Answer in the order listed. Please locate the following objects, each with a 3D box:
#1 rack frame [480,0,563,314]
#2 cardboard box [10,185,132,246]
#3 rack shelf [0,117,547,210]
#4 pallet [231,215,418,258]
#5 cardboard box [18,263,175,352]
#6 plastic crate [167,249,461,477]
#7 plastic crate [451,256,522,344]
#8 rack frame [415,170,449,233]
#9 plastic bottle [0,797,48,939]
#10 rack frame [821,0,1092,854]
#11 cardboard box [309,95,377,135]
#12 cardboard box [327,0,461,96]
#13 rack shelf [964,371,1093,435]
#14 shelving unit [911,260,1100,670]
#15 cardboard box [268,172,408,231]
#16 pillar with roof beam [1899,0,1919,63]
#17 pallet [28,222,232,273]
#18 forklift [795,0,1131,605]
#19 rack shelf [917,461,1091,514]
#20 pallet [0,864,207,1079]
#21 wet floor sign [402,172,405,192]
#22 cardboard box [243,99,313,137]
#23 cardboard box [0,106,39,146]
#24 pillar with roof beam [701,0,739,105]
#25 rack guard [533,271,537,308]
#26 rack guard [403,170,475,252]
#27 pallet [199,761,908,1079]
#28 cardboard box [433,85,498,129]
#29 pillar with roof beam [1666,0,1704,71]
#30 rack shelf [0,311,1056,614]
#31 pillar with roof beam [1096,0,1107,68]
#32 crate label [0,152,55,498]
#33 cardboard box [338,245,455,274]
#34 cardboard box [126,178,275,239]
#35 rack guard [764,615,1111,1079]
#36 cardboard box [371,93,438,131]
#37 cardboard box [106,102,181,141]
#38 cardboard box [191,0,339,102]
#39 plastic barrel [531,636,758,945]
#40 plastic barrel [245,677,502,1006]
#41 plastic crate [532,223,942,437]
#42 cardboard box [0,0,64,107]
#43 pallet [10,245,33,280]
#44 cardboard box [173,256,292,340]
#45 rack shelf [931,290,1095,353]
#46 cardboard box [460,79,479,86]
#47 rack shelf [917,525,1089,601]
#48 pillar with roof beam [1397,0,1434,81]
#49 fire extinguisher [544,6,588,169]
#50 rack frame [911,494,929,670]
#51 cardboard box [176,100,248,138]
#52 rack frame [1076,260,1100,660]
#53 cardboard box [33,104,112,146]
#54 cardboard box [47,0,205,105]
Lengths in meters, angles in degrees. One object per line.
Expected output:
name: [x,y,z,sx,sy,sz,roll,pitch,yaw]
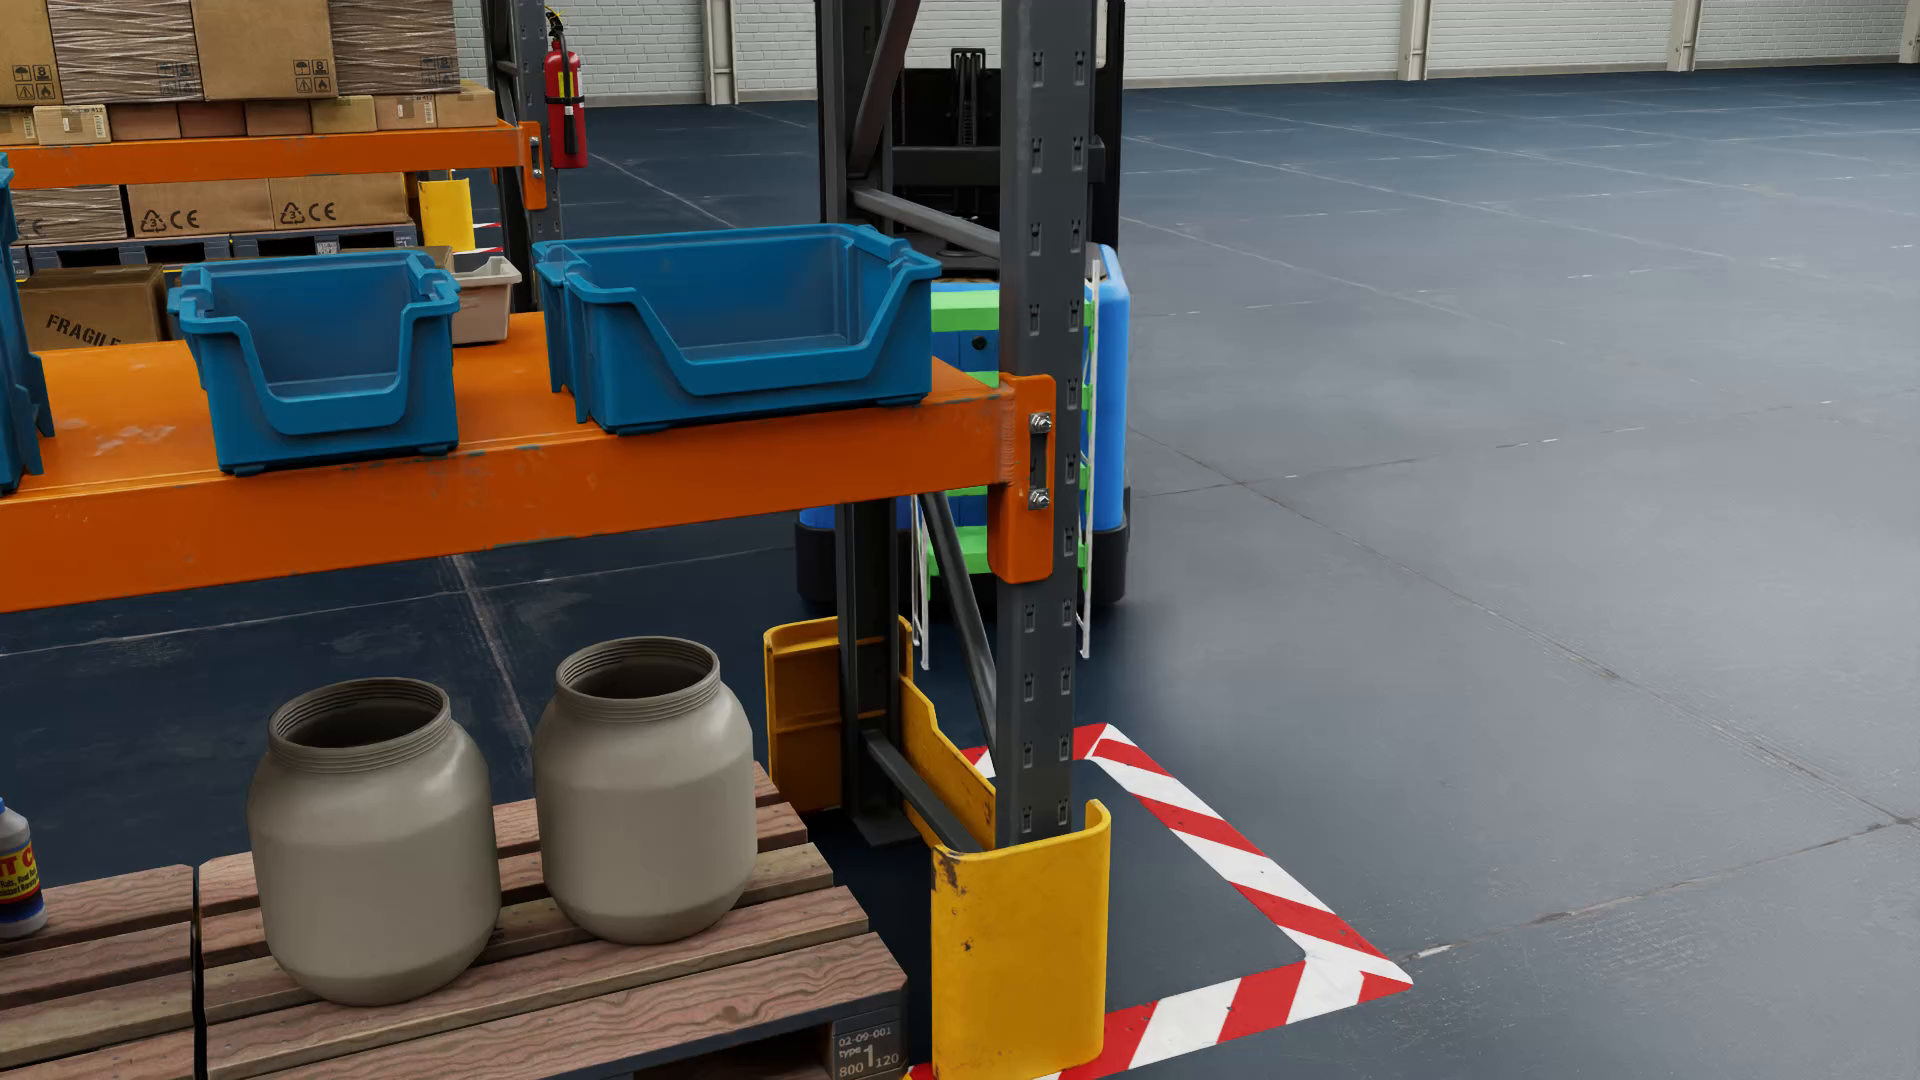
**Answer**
rack frame: [-2.001,-2.112,7.505,0.127,3.000,1.000,-8,21,-22]
cardboard box: [-6.114,-2.489,11.141,0.875,0.875,0.875,-8,21,-22]
rack shelf: [-3.837,-1.510,6.877,4.000,0.370,1.077,-8,21,-22]
pallet: [-4.576,-2.194,11.935,1.213,0.211,1.003,-8,21,-22]
cardboard box: [-3.699,-0.889,7.161,0.500,0.500,0.500,-6,20,-17]
plastic crate: [-0.979,-0.291,2.556,0.408,0.251,0.499,-8,21,-22]
plastic crate: [-0.988,-0.458,3.203,0.250,0.136,0.298,-8,21,-22]
rack frame: [-3.873,-3.638,11.838,0.127,3.000,1.000,-8,21,-22]
plastic bottle: [-1.827,0.621,3.188,0.097,0.271,0.097,0,19,0]
rack frame: [-0.039,-0.602,3.215,0.127,3.000,1.000,-8,21,-22]
cardboard box: [-2.620,-1.812,7.030,0.250,0.149,0.380,-8,21,-22]
cardboard box: [-2.517,-2.236,7.257,0.500,0.500,0.875,-8,21,-22]
rack shelf: [0.120,-0.399,4.818,0.480,0.148,0.258,-3,20,-9]
shelving unit: [0.120,-0.233,4.876,0.503,1.200,0.258,-3,20,-9]
cardboard box: [-4.469,-2.725,11.811,0.875,0.875,0.875,-8,21,-22]
pillar with roof beam: [20.359,-12.294,27.389,0.400,9.000,9.100,-8,21,-22]
pallet: [-5.695,-2.035,11.483,1.213,0.211,1.003,-8,21,-22]
forklift: [0.042,-1.617,6.202,1.130,2.935,3.031,1,19,2]
rack shelf: [0.120,-0.173,4.897,0.480,0.148,0.258,-3,20,-9]
pallet: [-1.957,1.002,2.858,1.213,0.211,1.003,-8,21,-22]
wet floor sign: [-4.631,-3.135,13.955,0.232,0.644,0.267,-12,23,-31]
cardboard box: [-2.856,-1.784,6.950,0.250,0.149,0.380,-8,21,-22]
cardboard box: [-3.774,-1.652,6.577,0.250,0.149,0.380,-8,21,-22]
pillar with roof beam: [-1.678,-9.137,18.423,0.400,9.000,9.100,-8,21,-22]
rack guard: [-2.071,-0.923,7.892,0.348,0.500,1.175,-8,21,-22]
rack guard: [-3.851,-2.462,12.262,0.348,0.500,1.175,-8,21,-22]
pallet: [-0.838,0.843,3.310,1.213,0.211,1.003,-8,21,-22]
cardboard box: [-2.181,-1.893,7.261,0.250,0.149,0.380,-8,21,-22]
pillar with roof beam: [14.850,-11.505,25.148,0.400,9.000,9.100,-8,21,-22]
rack shelf: [-1.876,0.000,2.587,4.000,0.370,1.077,-8,21,-22]
pillar with roof beam: [3.831,-9.926,20.664,0.400,9.000,9.100,-8,21,-22]
crate label: [-1.622,-0.294,2.287,0.616,0.435,0.502,-8,21,-22]
cardboard box: [-2.581,-1.054,7.631,0.500,0.500,0.500,-4,20,-12]
cardboard box: [-5.276,-2.608,11.480,0.875,0.875,0.875,-9,21,-23]
rack guard: [-0.090,0.601,3.561,0.348,0.500,1.175,-8,21,-22]
cardboard box: [-2.411,-1.861,7.168,0.250,0.149,0.380,-8,21,-22]
cardboard box: [-3.322,-1.724,6.780,0.250,0.149,0.380,-8,21,-22]
cardboard box: [-2.929,-2.133,6.966,0.500,0.500,0.875,-8,21,-22]
plastic barrel: [-0.613,0.483,3.246,0.421,0.512,0.421,0,19,0]
plastic barrel: [-1.073,0.549,3.059,0.421,0.512,0.421,0,19,0]
plastic crate: [-0.380,-0.375,2.794,0.616,0.251,0.499,-8,21,-22]
cardboard box: [-3.868,-2.019,6.640,0.500,0.500,0.875,-8,21,-22]
pallet: [-6.817,-1.873,11.023,1.213,0.211,1.003,-8,21,-22]
cardboard box: [-3.116,-0.965,7.378,0.500,0.500,0.500,-3,20,-8]
rack shelf: [0.120,-0.626,4.739,0.480,0.148,0.258,-3,20,-9]
cardboard box: [-2.357,-2.029,7.646,0.250,0.149,0.380,-8,21,-22]
rack shelf: [0.120,0.054,4.977,0.480,0.148,0.258,-3,20,-9]
pillar with roof beam: [9.341,-10.716,22.906,0.400,9.000,9.100,-8,21,-22]
fire extinguisher: [-1.713,-1.950,7.161,0.183,0.674,0.296,-8,21,-22]
rack frame: [-0.120,-0.220,4.839,0.015,1.200,0.240,-3,20,-9]
cardboard box: [-3.102,-1.764,6.893,0.250,0.149,0.380,-8,21,-22]
rack frame: [0.361,-0.246,4.914,0.015,1.200,0.240,-3,20,-9]
cardboard box: [-3.517,-1.664,6.610,0.250,0.149,0.380,-8,21,-22]
cardboard box: [-3.405,-2.081,6.817,0.500,0.500,0.875,-8,21,-22]
